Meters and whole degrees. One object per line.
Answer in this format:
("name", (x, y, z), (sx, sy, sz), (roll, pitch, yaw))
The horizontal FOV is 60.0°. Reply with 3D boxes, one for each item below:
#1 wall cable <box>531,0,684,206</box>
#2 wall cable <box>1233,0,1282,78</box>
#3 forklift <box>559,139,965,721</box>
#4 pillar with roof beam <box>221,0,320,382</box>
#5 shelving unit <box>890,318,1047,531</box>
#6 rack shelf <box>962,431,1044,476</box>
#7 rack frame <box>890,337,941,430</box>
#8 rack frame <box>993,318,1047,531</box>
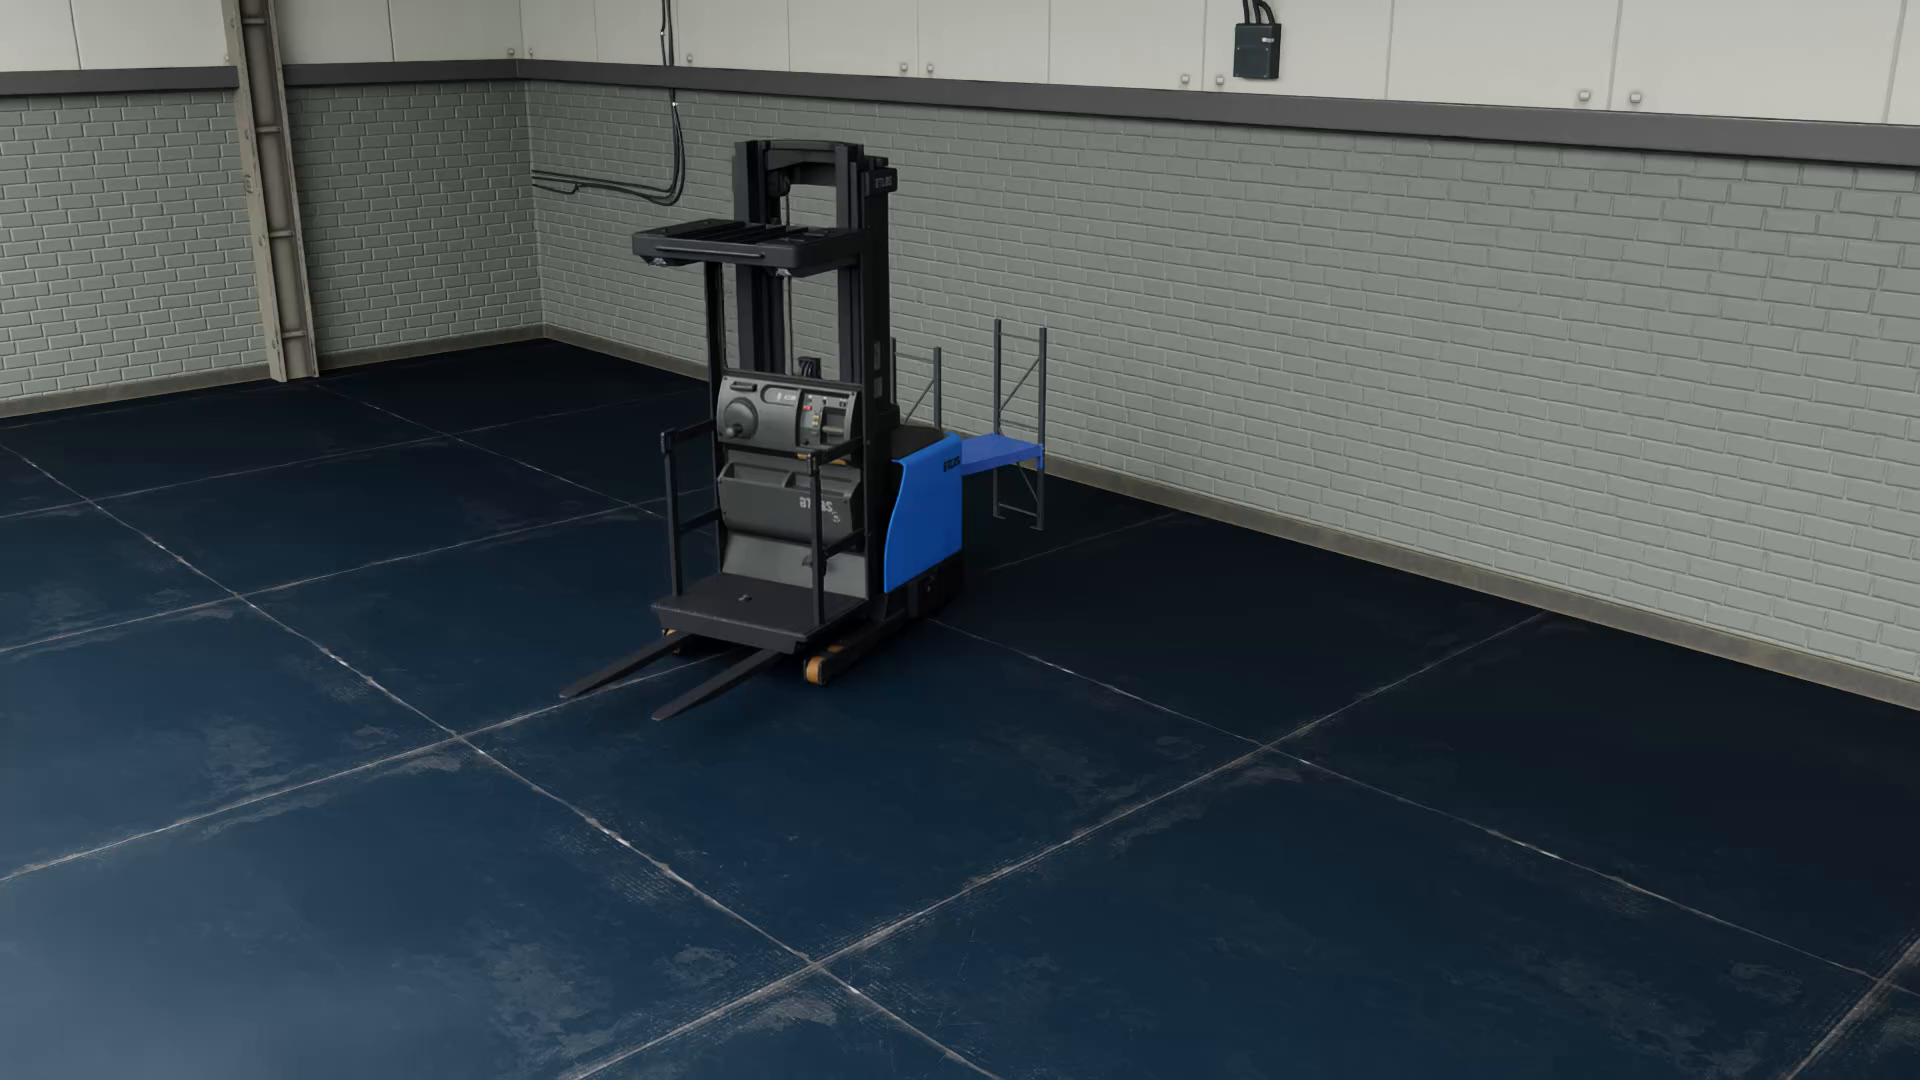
("wall cable", (-3.821, -4.815, 17.279), (0.112, 2.526, 3.097), (-16, 24, -41))
("wall cable", (2.689, -5.779, 9.704), (0.169, 6.003, 2.305), (-16, 24, -41))
("forklift", (-1.107, -0.727, 9.476), (1.130, 2.935, 3.031), (9, 20, 27))
("pillar with roof beam", (-3.913, -4.999, 12.813), (0.400, 9.000, 9.100), (-16, 24, -41))
("shelving unit", (0.062, -0.732, 11.809), (1.048, 1.500, 0.538), (-16, 24, -41))
("rack shelf", (0.062, -0.560, 11.865), (1.000, 0.185, 0.538), (-16, 24, -41))
("rack frame", (-0.307, -0.624, 11.477), (0.032, 1.500, 0.500), (-16, 24, -41))
("rack frame", (0.431, -0.839, 12.141), (0.032, 1.500, 0.500), (-16, 24, -41))
